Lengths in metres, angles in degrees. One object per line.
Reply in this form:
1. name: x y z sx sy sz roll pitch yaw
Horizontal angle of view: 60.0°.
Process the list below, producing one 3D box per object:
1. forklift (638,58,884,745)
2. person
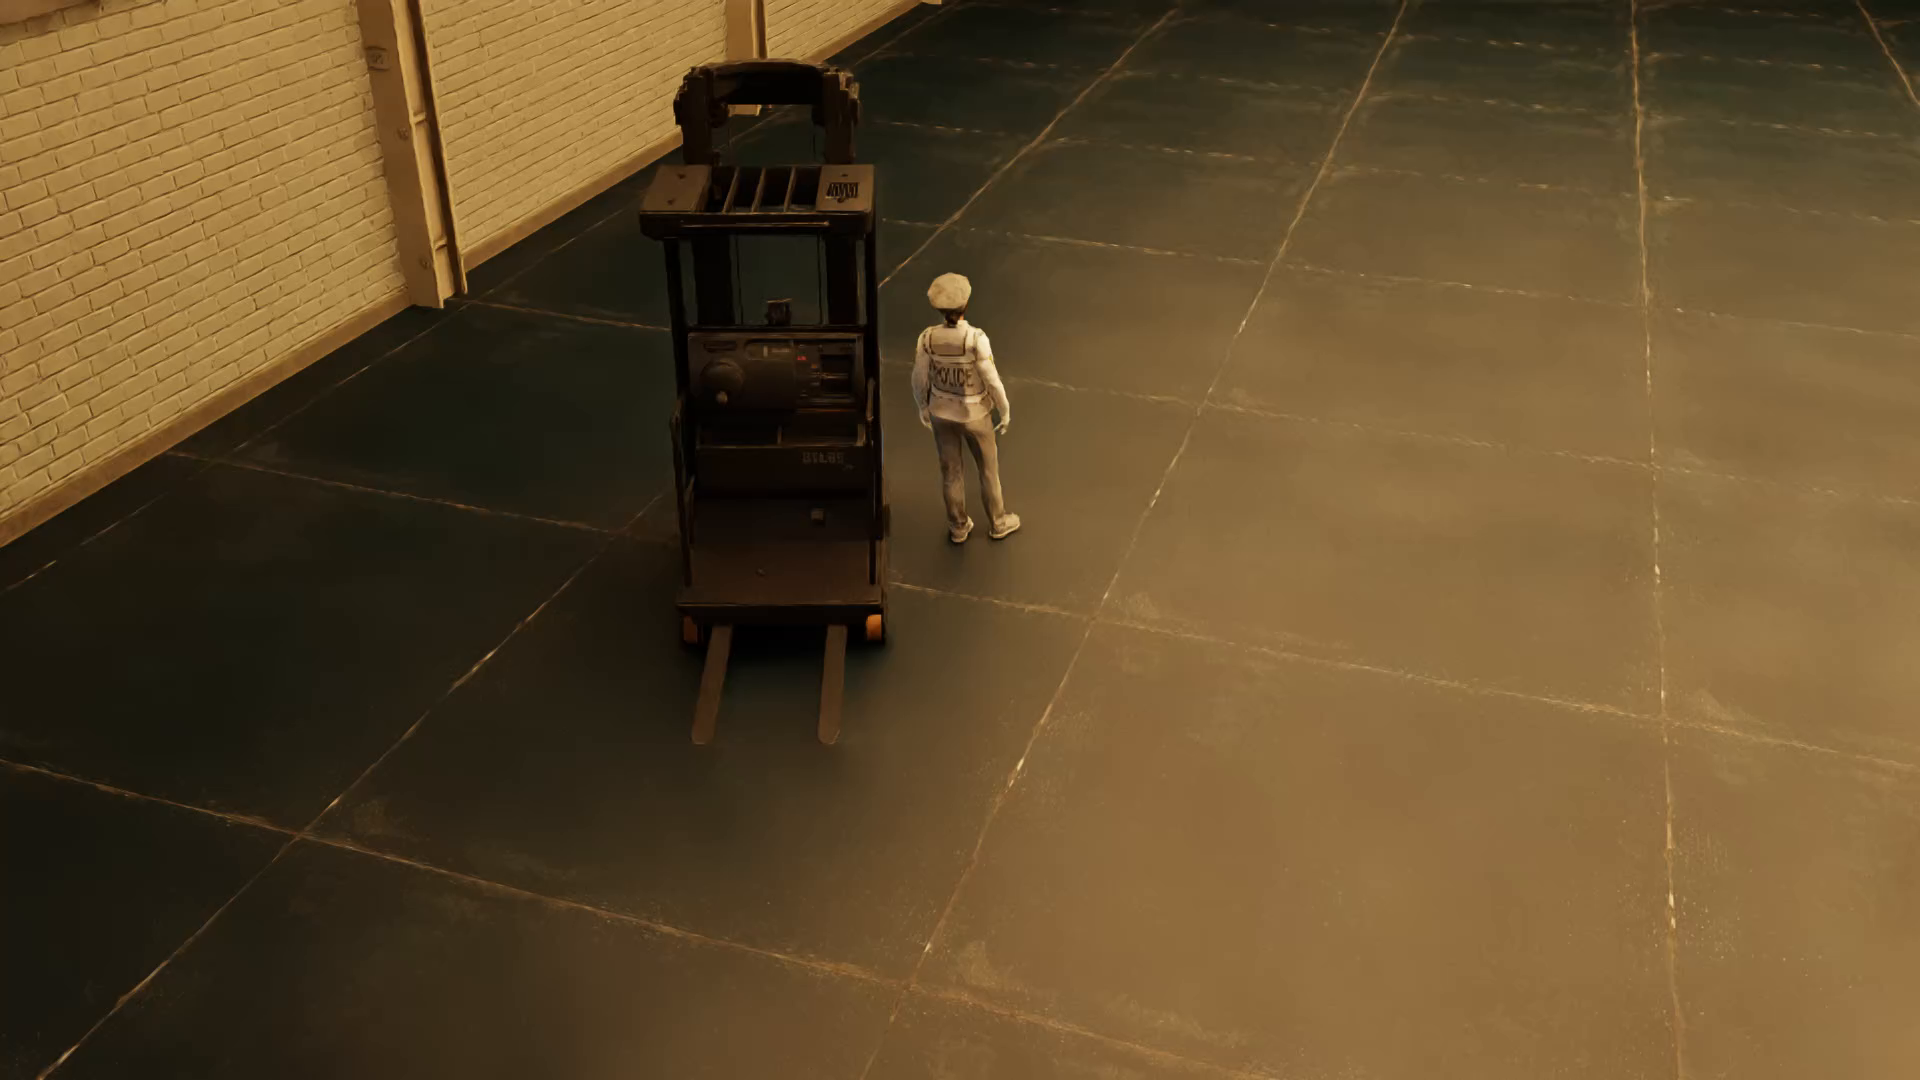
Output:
1. forklift: -0.971 -0.858 8.641 1.121 2.935 3.031 -1 30 -1
2. person: 0.028 -0.773 9.726 0.586 1.695 0.535 10 31 16
